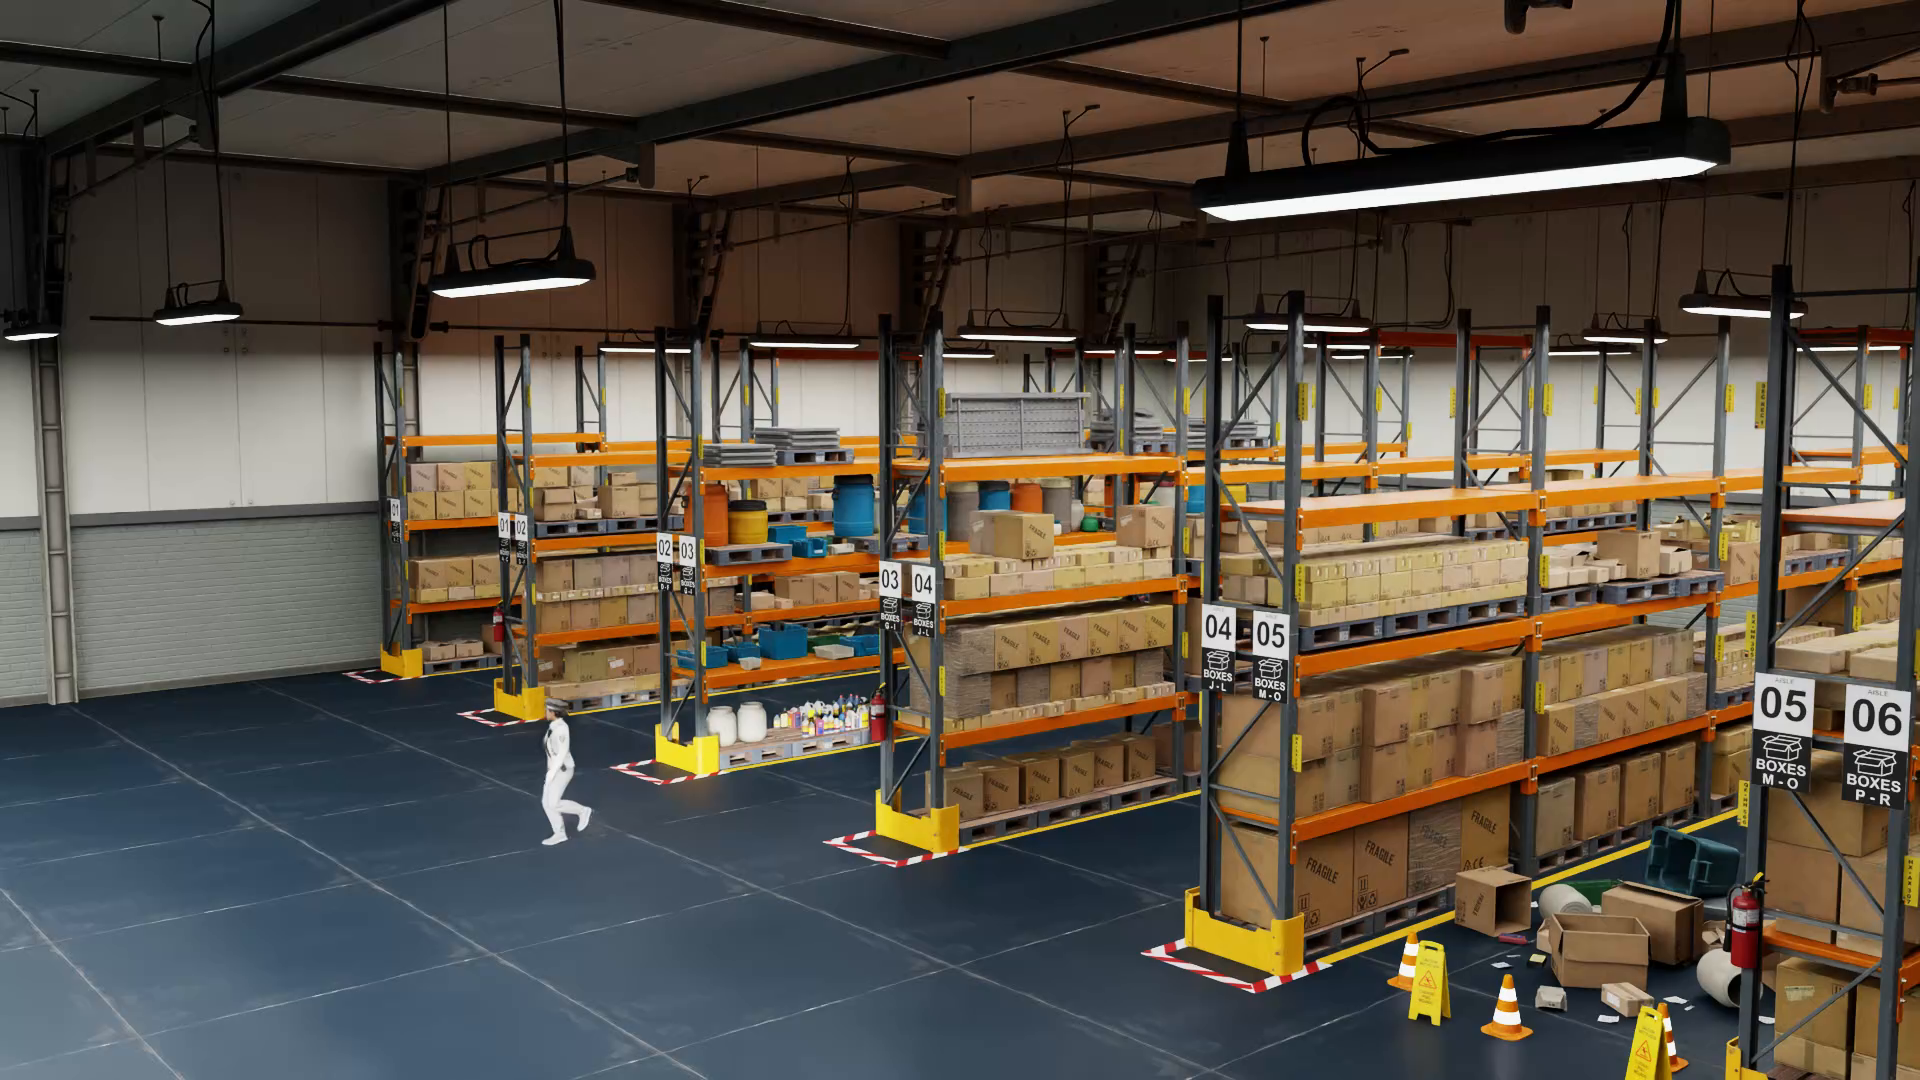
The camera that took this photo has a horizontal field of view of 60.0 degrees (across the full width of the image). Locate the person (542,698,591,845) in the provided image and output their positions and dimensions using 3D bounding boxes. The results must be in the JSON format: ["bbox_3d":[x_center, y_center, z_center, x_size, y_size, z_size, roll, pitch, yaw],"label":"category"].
[{"bbox_3d":[-4.517,2.628,18.986,0.568,1.647,0.549,-3,6,-26],"label":"person"}]
